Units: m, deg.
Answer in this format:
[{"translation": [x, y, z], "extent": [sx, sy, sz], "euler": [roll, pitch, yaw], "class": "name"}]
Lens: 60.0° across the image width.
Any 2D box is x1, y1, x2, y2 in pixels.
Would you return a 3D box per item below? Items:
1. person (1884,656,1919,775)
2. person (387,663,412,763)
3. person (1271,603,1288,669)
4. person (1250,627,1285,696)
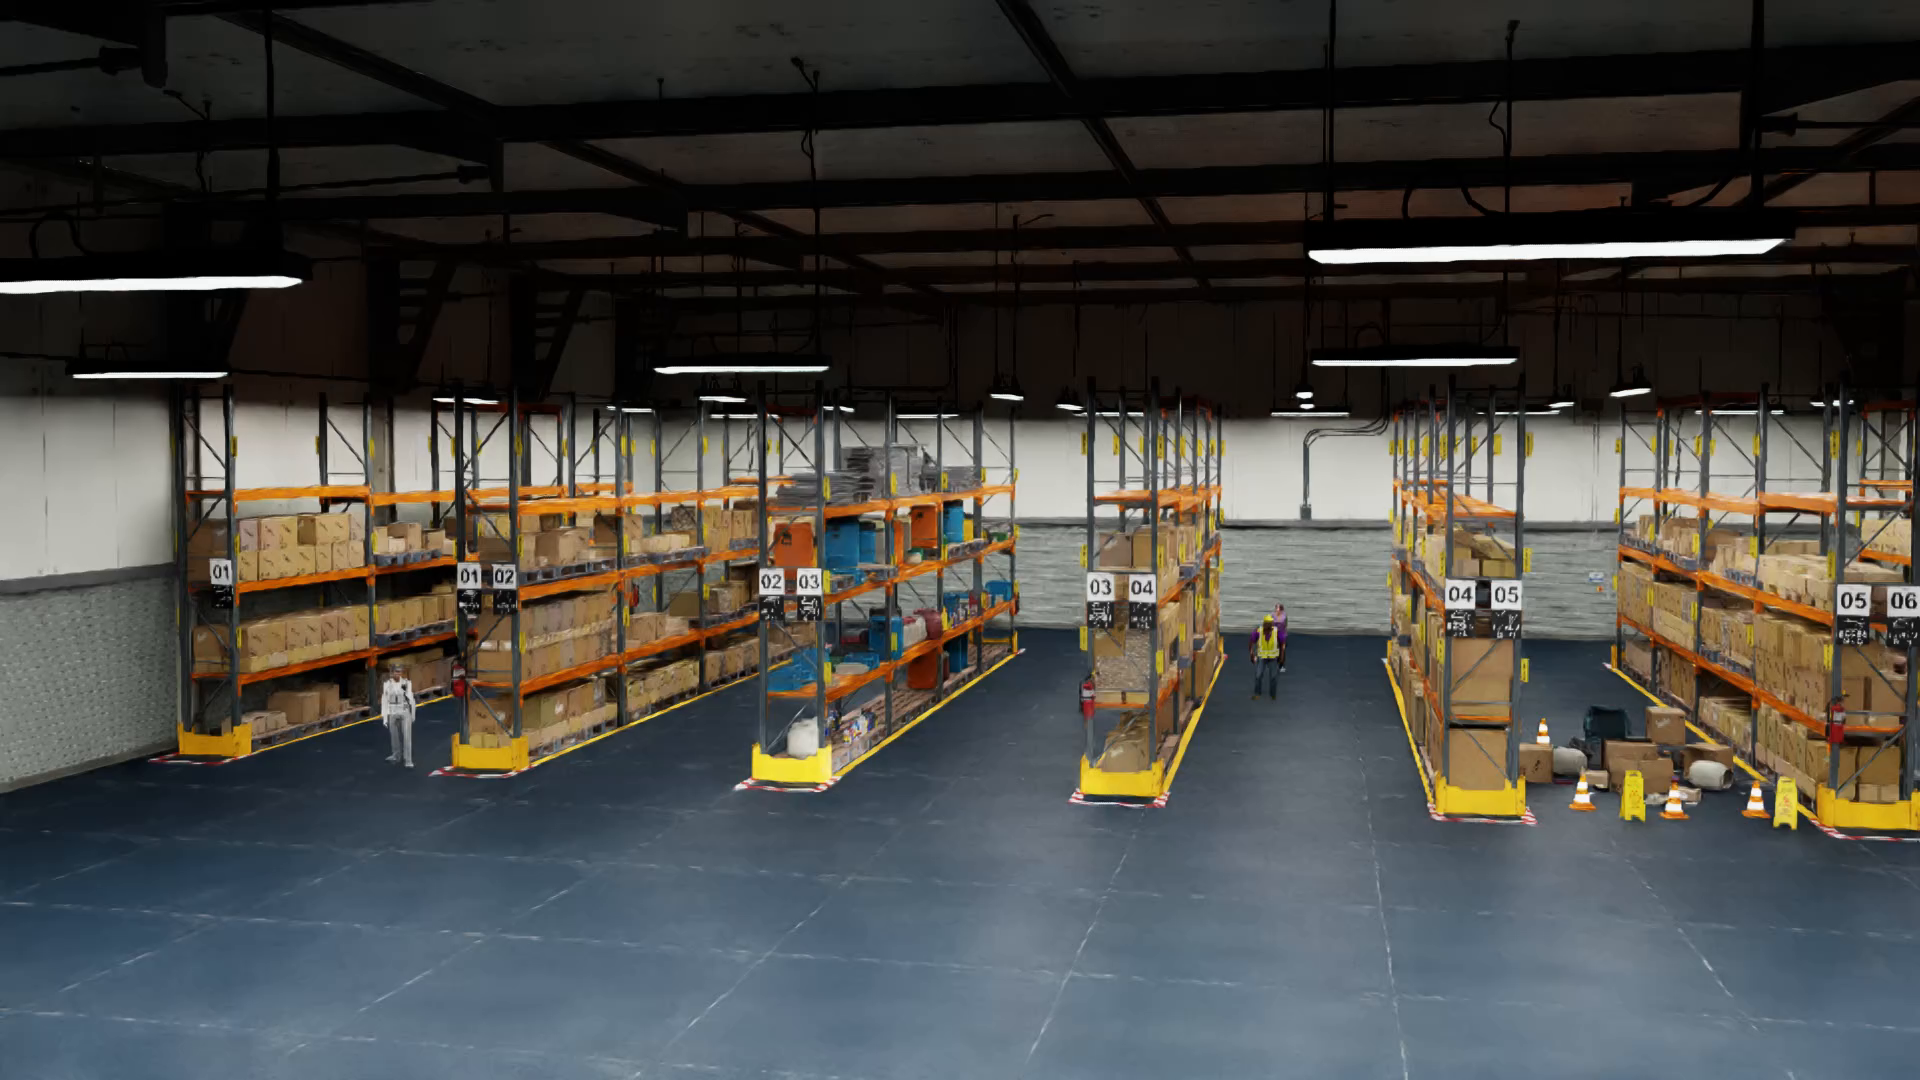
[{"translation": [14.411, 2.663, 25.471], "extent": [0.504, 1.776, 0.640], "euler": [-1, 3, -19], "class": "person"}, {"translation": [-8.783, 2.686, 26.116], "extent": [0.406, 1.583, 0.723], "euler": [-1, 3, -10], "class": "person"}, {"translation": [7.129, 2.125, 37.234], "extent": [0.417, 1.475, 0.883], "euler": [1, 3, 14], "class": "person"}, {"translation": [6.081, 2.404, 32.917], "extent": [0.690, 1.400, 0.478], "euler": [1, 3, 11], "class": "person"}]
